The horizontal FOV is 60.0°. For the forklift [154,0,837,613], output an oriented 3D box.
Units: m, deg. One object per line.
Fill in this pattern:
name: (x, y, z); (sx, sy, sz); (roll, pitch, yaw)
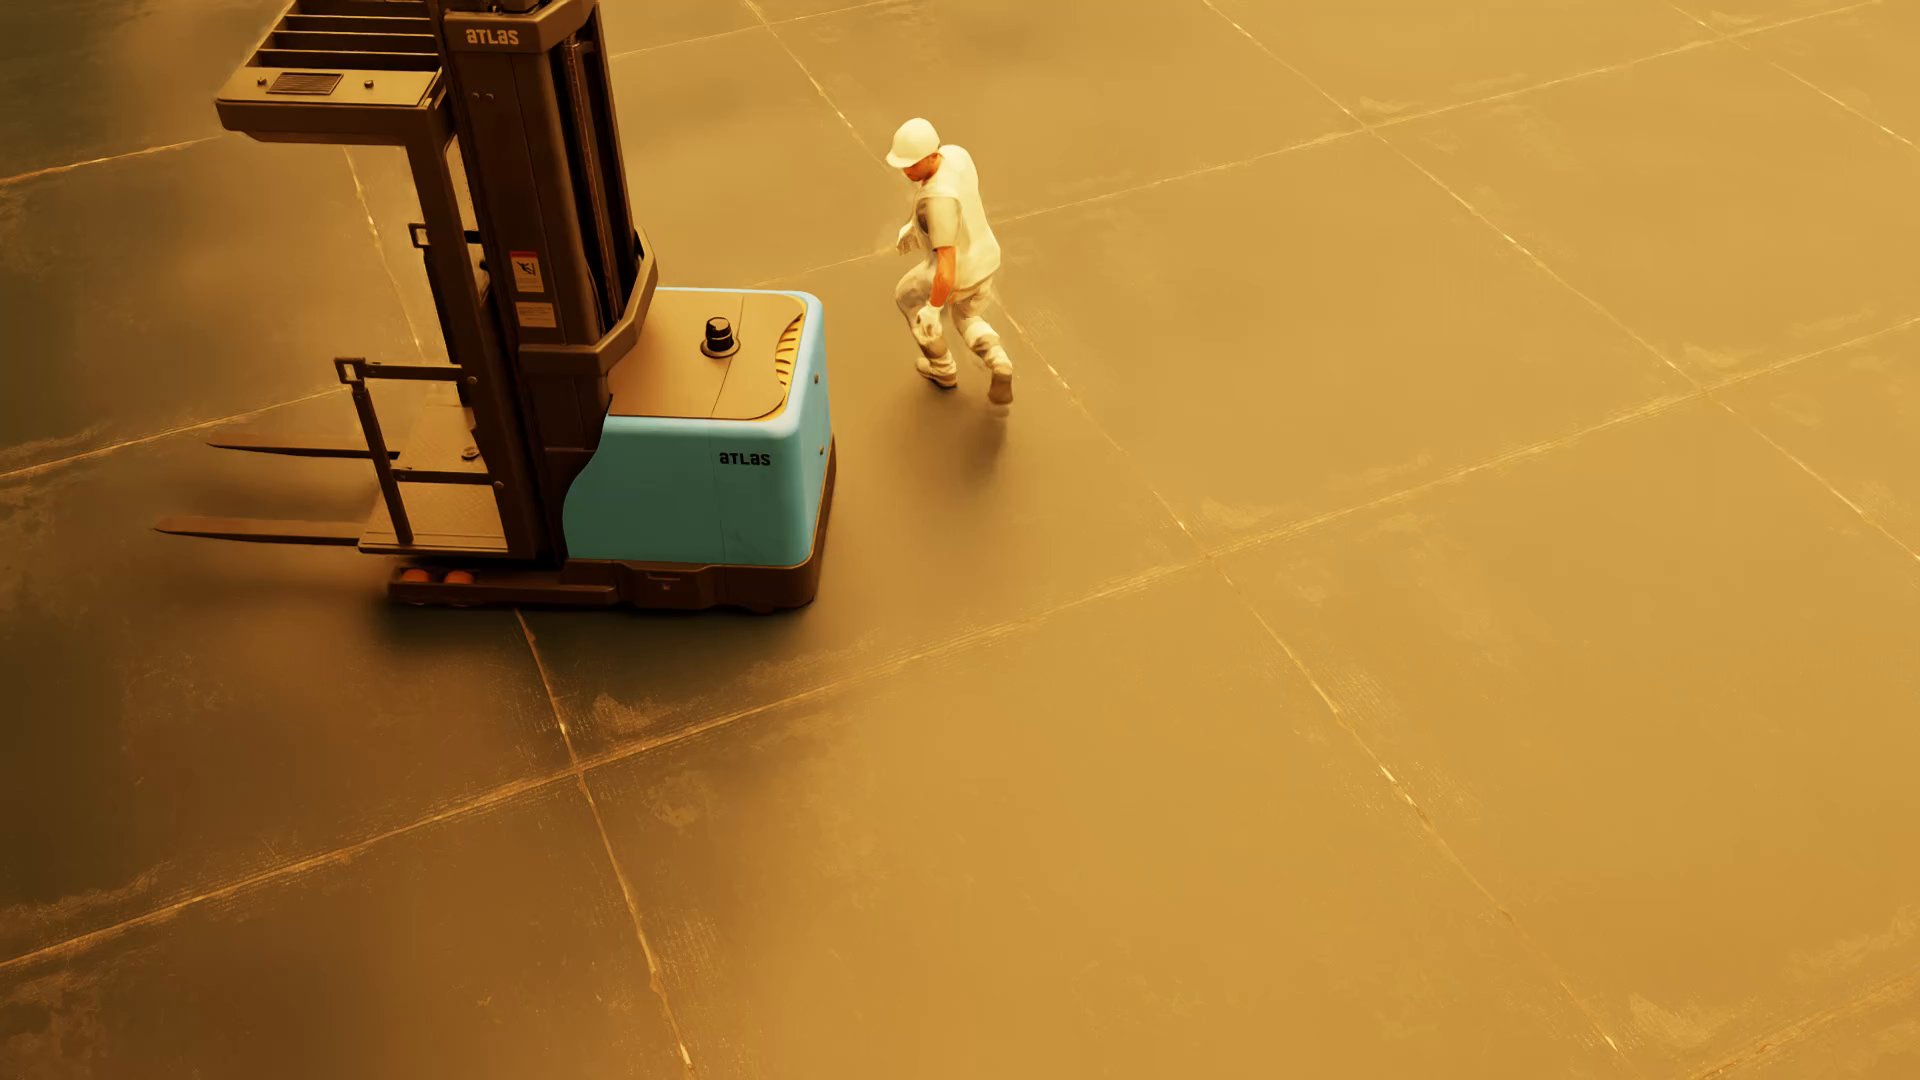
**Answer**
forklift: (-2.136, -1.130, 6.891); (3.031, 2.935, 1.130); (2, 43, 2)

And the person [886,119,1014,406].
person: (-0.072, -1.336, 8.152); (0.841, 1.553, 0.662); (29, 50, 28)
